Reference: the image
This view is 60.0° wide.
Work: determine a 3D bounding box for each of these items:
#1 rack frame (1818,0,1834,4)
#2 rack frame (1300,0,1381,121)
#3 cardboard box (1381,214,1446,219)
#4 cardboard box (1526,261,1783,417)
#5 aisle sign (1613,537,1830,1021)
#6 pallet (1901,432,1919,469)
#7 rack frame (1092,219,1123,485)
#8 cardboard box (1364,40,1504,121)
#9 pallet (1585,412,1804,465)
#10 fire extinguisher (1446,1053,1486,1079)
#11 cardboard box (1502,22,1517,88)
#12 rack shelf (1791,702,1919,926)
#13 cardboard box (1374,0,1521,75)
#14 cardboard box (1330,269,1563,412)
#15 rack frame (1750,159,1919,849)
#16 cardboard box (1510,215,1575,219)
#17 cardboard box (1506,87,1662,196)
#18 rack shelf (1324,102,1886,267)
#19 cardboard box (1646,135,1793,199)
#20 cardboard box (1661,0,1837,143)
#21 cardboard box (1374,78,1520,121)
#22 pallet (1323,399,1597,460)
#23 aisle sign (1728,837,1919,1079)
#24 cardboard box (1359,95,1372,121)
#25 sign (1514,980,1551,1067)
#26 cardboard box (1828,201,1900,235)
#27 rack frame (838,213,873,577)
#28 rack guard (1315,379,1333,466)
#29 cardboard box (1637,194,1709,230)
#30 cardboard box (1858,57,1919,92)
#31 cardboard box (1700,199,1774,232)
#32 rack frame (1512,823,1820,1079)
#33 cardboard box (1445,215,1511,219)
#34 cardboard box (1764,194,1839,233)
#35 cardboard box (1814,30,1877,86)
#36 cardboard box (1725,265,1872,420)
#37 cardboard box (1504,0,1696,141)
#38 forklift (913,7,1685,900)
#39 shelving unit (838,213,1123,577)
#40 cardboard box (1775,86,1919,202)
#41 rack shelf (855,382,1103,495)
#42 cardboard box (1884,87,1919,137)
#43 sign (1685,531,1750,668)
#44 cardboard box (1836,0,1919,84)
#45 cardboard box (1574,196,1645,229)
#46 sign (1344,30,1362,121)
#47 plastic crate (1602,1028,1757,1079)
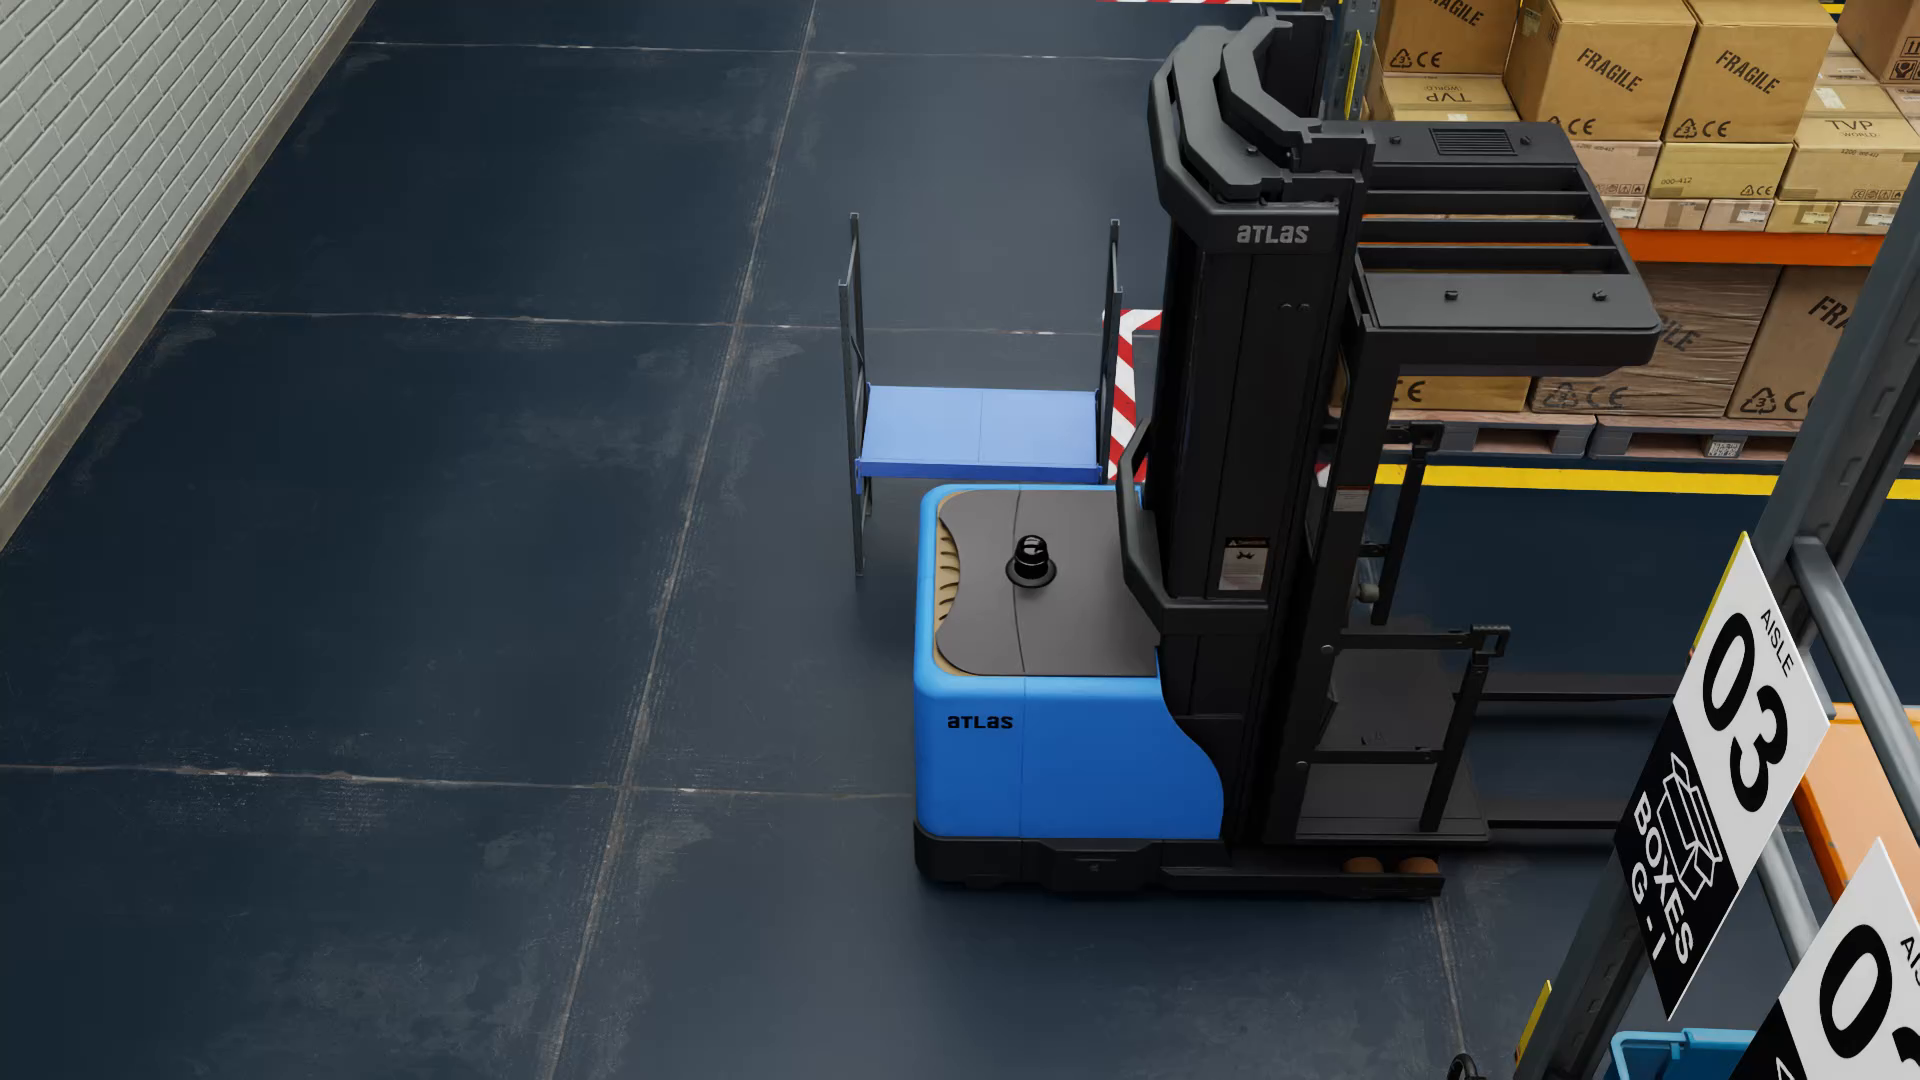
[{"bbox_3d":[5.848,-5.054,10.560,0.127,3.000,1.000,2,43,2],"label":"rack frame"},{"bbox_3d":[1.528,-1.802,7.069,0.127,3.000,1.000,2,43,2],"label":"rack frame"},{"bbox_3d":[1.868,-1.475,6.902,0.250,0.149,0.380,2,43,2],"label":"cardboard box"},{"bbox_3d":[3.080,-1.185,7.658,0.875,0.875,0.875,2,43,2],"label":"cardboard box"},{"bbox_3d":[1.246,0.418,2.779,0.004,0.787,0.394,2,43,2],"label":"aisle sign"},{"bbox_3d":[4.768,-0.736,7.970,1.213,0.211,1.003,2,43,2],"label":"pallet"},{"bbox_3d":[0.593,-0.531,6.805,0.032,1.500,0.500,2,43,2],"label":"rack frame"},{"bbox_3d":[2.024,-2.022,7.197,0.500,0.250,0.500,1,43,1],"label":"cardboard box"},{"bbox_3d":[3.546,-0.771,8.008,1.213,0.211,1.003,2,43,2],"label":"pallet"},{"bbox_3d":[1.175,1.421,3.939,0.183,0.674,0.296,2,43,2],"label":"fire extinguisher"},{"bbox_3d":[2.531,-2.006,7.180,0.500,0.250,0.500,1,43,1],"label":"cardboard box"},{"bbox_3d":[3.303,0.798,2.606,4.000,0.370,1.077,2,43,2],"label":"rack shelf"},{"bbox_3d":[2.026,-2.294,6.939,0.500,0.500,0.500,2,43,2],"label":"cardboard box"},{"bbox_3d":[2.171,-1.213,7.688,0.875,0.875,0.875,2,43,2],"label":"cardboard box"},{"bbox_3d":[1.305,-0.624,1.404,0.127,3.000,1.000,2,43,2],"label":"rack frame"},{"bbox_3d":[2.380,-1.460,6.886,0.250,0.149,0.380,1,43,1],"label":"cardboard box"},{"bbox_3d":[2.515,-1.646,6.793,0.500,0.250,0.500,1,43,1],"label":"cardboard box"},{"bbox_3d":[3.526,-1.477,7.248,4.000,0.370,1.077,2,43,2],"label":"rack shelf"},{"bbox_3d":[3.017,-1.628,6.774,0.500,0.250,0.500,0,43,0],"label":"cardboard box"},{"bbox_3d":[3.013,-1.905,6.521,0.500,0.500,0.500,1,43,1],"label":"cardboard box"},{"bbox_3d":[1.995,-1.657,6.806,0.500,0.250,0.500,1,43,1],"label":"cardboard box"},{"bbox_3d":[2.330,-0.810,8.051,1.213,0.211,1.003,2,43,2],"label":"pallet"},{"bbox_3d":[1.220,0.819,2.348,0.004,0.787,0.394,2,43,2],"label":"aisle sign"},{"bbox_3d":[1.899,-1.923,7.384,0.250,0.149,0.380,3,43,3],"label":"cardboard box"},{"bbox_3d":[1.313,1.136,3.796,0.005,0.325,0.100,2,43,2],"label":"sign"},{"bbox_3d":[3.666,-1.421,6.845,0.250,0.149,0.380,2,43,3],"label":"cardboard box"},{"bbox_3d":[-0.423,-0.562,6.838,0.032,1.500,0.500,2,43,2],"label":"rack frame"},{"bbox_3d":[1.504,-0.888,7.922,0.348,0.500,1.175,2,43,2],"label":"rack guard"},{"bbox_3d":[2.894,-1.444,6.869,0.250,0.149,0.380,1,43,1],"label":"cardboard box"},{"bbox_3d":[4.052,-1.957,7.127,0.500,0.250,0.500,3,43,3],"label":"cardboard box"},{"bbox_3d":[3.152,-1.437,6.861,0.250,0.149,0.380,1,43,1],"label":"cardboard box"},{"bbox_3d":[1.305,1.571,3.449,0.127,3.000,1.000,2,43,2],"label":"rack frame"},{"bbox_3d":[2.124,-1.468,6.894,0.250,0.149,0.380,1,43,1],"label":"cardboard box"},{"bbox_3d":[3.404,-1.428,6.852,0.250,0.149,0.380,1,43,1],"label":"cardboard box"},{"bbox_3d":[3.560,-1.977,7.149,0.500,0.250,0.500,2,43,2],"label":"cardboard box"},{"bbox_3d":[3.969,-1.158,7.628,0.875,0.875,0.875,2,43,2],"label":"cardboard box"},{"bbox_3d":[2.495,-1.916,6.534,0.500,0.500,0.500,1,43,1],"label":"cardboard box"},{"bbox_3d":[1.355,-0.153,5.349,3.031,2.935,1.130,0,43,0],"label":"forklift"},{"bbox_3d":[0.085,-0.546,6.821,1.048,1.500,0.538,2,43,2],"label":"shelving unit"},{"bbox_3d":[3.538,-1.616,6.761,0.500,0.250,0.500,1,43,1],"label":"cardboard box"},{"bbox_3d":[0.085,-0.415,6.944,1.000,0.185,0.538,2,43,2],"label":"rack shelf"},{"bbox_3d":[4.044,-1.598,6.742,0.500,0.250,0.500,3,43,3],"label":"cardboard box"},{"bbox_3d":[1.313,0.136,2.865,0.005,0.325,0.100,2,43,2],"label":"sign"},{"bbox_3d":[4.045,-2.230,6.870,0.500,0.500,0.500,1,43,1],"label":"cardboard box"},{"bbox_3d":[2.640,-1.453,6.879,0.250,0.149,0.380,1,43,1],"label":"cardboard box"},{"bbox_3d":[1.497,-1.770,6.342,0.005,0.325,0.100,2,43,2],"label":"sign"},{"bbox_3d":[1.648,1.419,3.542,0.499,0.435,0.616,2,43,2],"label":"plastic crate"}]
